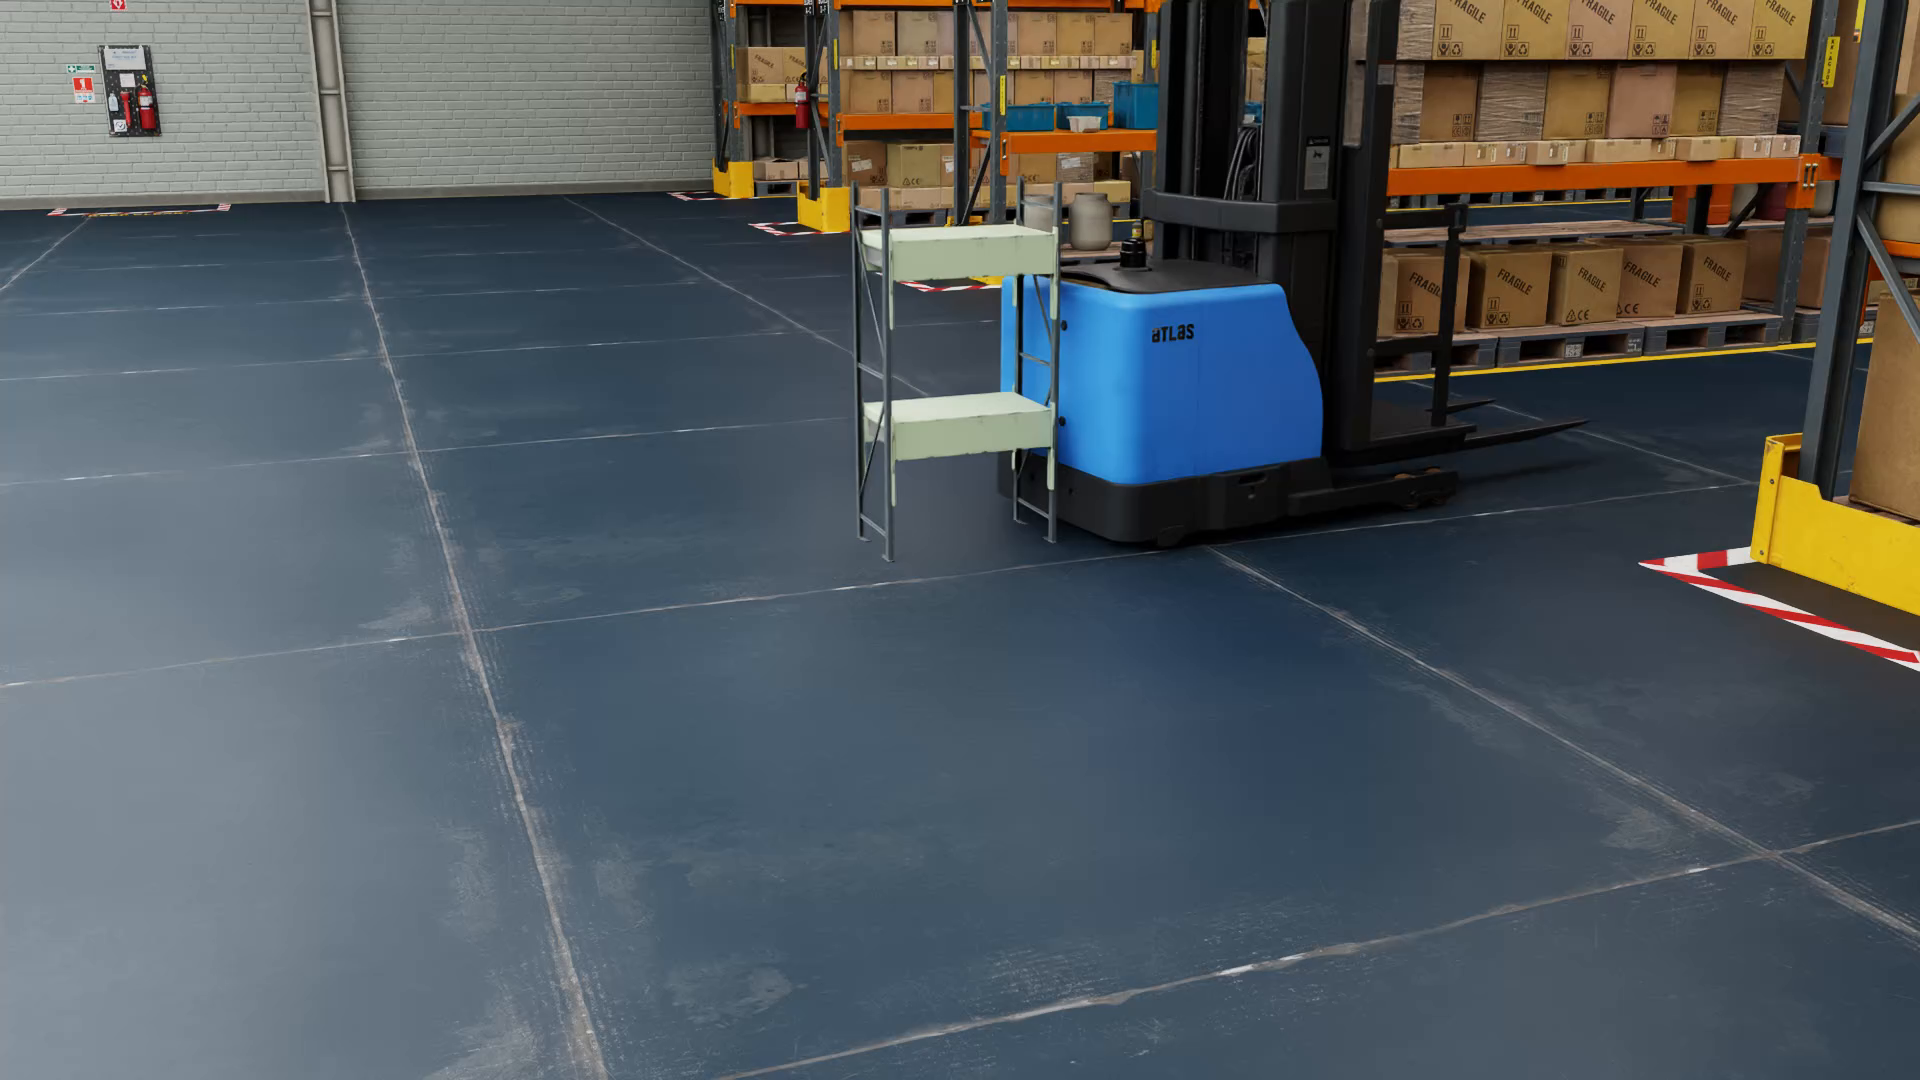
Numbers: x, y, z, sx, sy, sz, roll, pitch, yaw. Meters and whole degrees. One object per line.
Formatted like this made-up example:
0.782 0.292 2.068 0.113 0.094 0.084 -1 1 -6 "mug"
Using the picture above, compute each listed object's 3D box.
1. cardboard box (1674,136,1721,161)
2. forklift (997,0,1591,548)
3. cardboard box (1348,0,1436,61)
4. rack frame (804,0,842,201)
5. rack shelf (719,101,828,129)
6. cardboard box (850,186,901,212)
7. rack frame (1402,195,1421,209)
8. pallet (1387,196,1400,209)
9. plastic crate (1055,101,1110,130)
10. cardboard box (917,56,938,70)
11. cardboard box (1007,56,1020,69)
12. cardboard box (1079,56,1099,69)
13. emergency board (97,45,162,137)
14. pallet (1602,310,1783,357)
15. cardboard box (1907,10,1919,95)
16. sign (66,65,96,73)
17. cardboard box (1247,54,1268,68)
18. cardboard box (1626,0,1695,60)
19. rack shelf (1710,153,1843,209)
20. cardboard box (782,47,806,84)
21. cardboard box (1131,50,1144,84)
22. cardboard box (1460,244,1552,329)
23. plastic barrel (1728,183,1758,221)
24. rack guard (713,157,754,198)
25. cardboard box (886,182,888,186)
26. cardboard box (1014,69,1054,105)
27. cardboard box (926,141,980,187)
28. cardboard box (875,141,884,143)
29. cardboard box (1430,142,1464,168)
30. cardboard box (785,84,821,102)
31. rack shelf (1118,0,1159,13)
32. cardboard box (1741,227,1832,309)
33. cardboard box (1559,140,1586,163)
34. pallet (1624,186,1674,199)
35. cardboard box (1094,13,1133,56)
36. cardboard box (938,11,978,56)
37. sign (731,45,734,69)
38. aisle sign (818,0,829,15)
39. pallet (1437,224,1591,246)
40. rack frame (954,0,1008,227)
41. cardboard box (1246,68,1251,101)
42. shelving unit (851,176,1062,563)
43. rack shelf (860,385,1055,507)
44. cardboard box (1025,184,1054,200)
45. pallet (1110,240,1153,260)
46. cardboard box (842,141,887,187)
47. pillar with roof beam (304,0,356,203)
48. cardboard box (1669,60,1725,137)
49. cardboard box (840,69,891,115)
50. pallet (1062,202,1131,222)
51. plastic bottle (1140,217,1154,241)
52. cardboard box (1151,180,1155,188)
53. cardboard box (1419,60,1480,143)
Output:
4.902 -2.653 11.253 0.250 0.149 0.380 -6 17 -20 "cardboard box"
1.700 -1.659 7.547 3.031 2.935 1.130 -9 19 -29 "forklift"
2.559 -3.210 10.225 0.500 0.500 0.500 -6 17 -20 "cardboard box"
-1.593 -5.162 19.354 0.127 3.000 1.000 -6 17 -20 "rack frame"
-1.502 -6.322 24.579 4.000 0.370 1.077 -6 17 -20 "rack shelf"
-1.013 -4.040 19.667 0.500 0.250 0.500 -6 17 -20 "cardboard box"
5.877 -5.969 22.100 0.127 3.000 1.000 -6 17 -20 "rack frame"
5.094 -4.558 22.246 1.213 0.211 1.003 -6 17 -20 "pallet"
1.144 -3.980 15.593 0.408 0.251 0.499 -6 17 -20 "plastic crate"
-0.434 -5.581 19.452 0.250 0.149 0.380 -6 18 -21 "cardboard box"
0.531 -5.686 19.808 0.250 0.149 0.380 -6 17 -18 "cardboard box"
1.489 -5.789 20.161 0.250 0.149 0.380 -7 18 -22 "cardboard box"
-10.949 -5.919 21.932 0.643 1.169 0.194 -6 17 -20 "emergency board"
5.069 -1.544 11.981 1.213 0.211 1.003 -6 17 -20 "pallet"
3.989 -1.858 5.918 0.550 0.550 0.875 -6 17 -20 "cardboard box"
-11.495 -6.160 21.748 0.331 0.109 0.001 -6 17 -20 "sign"
4.646 -7.454 26.416 0.500 0.500 0.500 -6 17 -18 "cardboard box"
4.428 -3.411 10.909 0.500 0.500 0.500 -6 17 -20 "cardboard box"
7.551 -2.815 12.638 4.000 0.370 1.077 -6 17 -20 "rack shelf"
-2.351 -6.779 23.759 0.500 0.500 0.500 -6 17 -20 "cardboard box"
2.510 -7.349 25.843 0.500 0.500 0.700 -6 17 -20 "cardboard box"
3.674 -1.744 11.403 0.500 0.500 0.500 -4 17 -15 "cardboard box"
8.592 -3.807 18.410 0.421 0.512 0.421 0 16 0 "plastic barrel"
-3.298 -5.274 24.169 0.348 0.500 1.175 -6 17 -20 "rack guard"
-0.736 -4.230 20.313 0.500 0.250 0.500 -6 17 -20 "cardboard box"
0.770 -5.463 20.199 0.500 0.500 0.700 -6 17 -19 "cardboard box"
-0.084 -4.505 19.918 0.500 0.500 0.500 -6 17 -20 "cardboard box"
-1.456 -5.641 24.641 0.500 0.500 0.700 -7 18 -24 "cardboard box"
3.005 -2.473 10.642 0.250 0.149 0.380 -6 17 -20 "cardboard box"
-2.320 -6.425 23.883 0.500 0.250 0.500 -7 18 -22 "cardboard box"
4.009 -6.861 21.092 4.000 0.370 1.077 -6 17 -20 "rack shelf"
6.264 -2.027 12.332 0.500 0.500 0.700 -8 18 -24 "cardboard box"
3.921 -2.587 11.029 0.250 0.149 0.380 -6 17 -20 "cardboard box"
10.254 -5.103 24.101 1.213 0.211 1.003 -6 17 -20 "pallet"
1.730 -6.190 20.372 0.500 0.500 0.700 -6 17 -20 "cardboard box"
-0.144 -5.987 19.683 0.500 0.500 0.700 -6 17 -20 "cardboard box"
-3.175 -6.738 23.183 0.005 0.325 0.100 -6 17 -20 "sign"
-1.545 -6.322 18.690 0.004 0.787 0.394 -6 17 -20 "aisle sign"
5.771 -3.137 17.408 1.213 0.211 1.003 -6 17 -20 "pallet"
0.176 -3.859 14.914 0.127 3.000 1.000 -6 17 -20 "rack frame"
3.357 -5.740 21.143 0.500 0.500 0.500 -5 17 -16 "cardboard box"
-0.016 -0.717 6.877 0.755 1.500 0.431 -7 18 -21 "shelving unit"
-0.016 -0.404 6.969 0.720 0.370 0.431 -7 18 -21 "rack shelf"
0.855 -4.241 20.353 0.500 0.250 0.500 -6 17 -20 "cardboard box"
2.128 -2.743 16.065 1.213 0.211 1.003 -6 17 -20 "pallet"
-1.199 -4.537 20.027 0.500 0.500 0.500 -6 17 -20 "cardboard box"
-7.088 -7.904 18.044 0.400 9.000 9.100 -6 17 -20 "pillar with roof beam"
4.761 -3.079 11.555 0.500 0.500 0.875 -6 17 -20 "cardboard box"
-1.153 -5.254 19.488 0.500 0.500 0.700 -6 17 -20 "cardboard box"
1.384 -4.159 20.884 1.213 0.211 1.003 -6 17 -20 "pallet"
1.836 -3.083 16.315 0.133 0.283 0.061 -6 17 -19 "plastic bottle"
2.607 -4.423 20.972 0.500 0.250 0.500 -7 18 -21 "cardboard box"
2.895 -2.876 10.864 0.500 0.500 0.875 -6 17 -20 "cardboard box"
